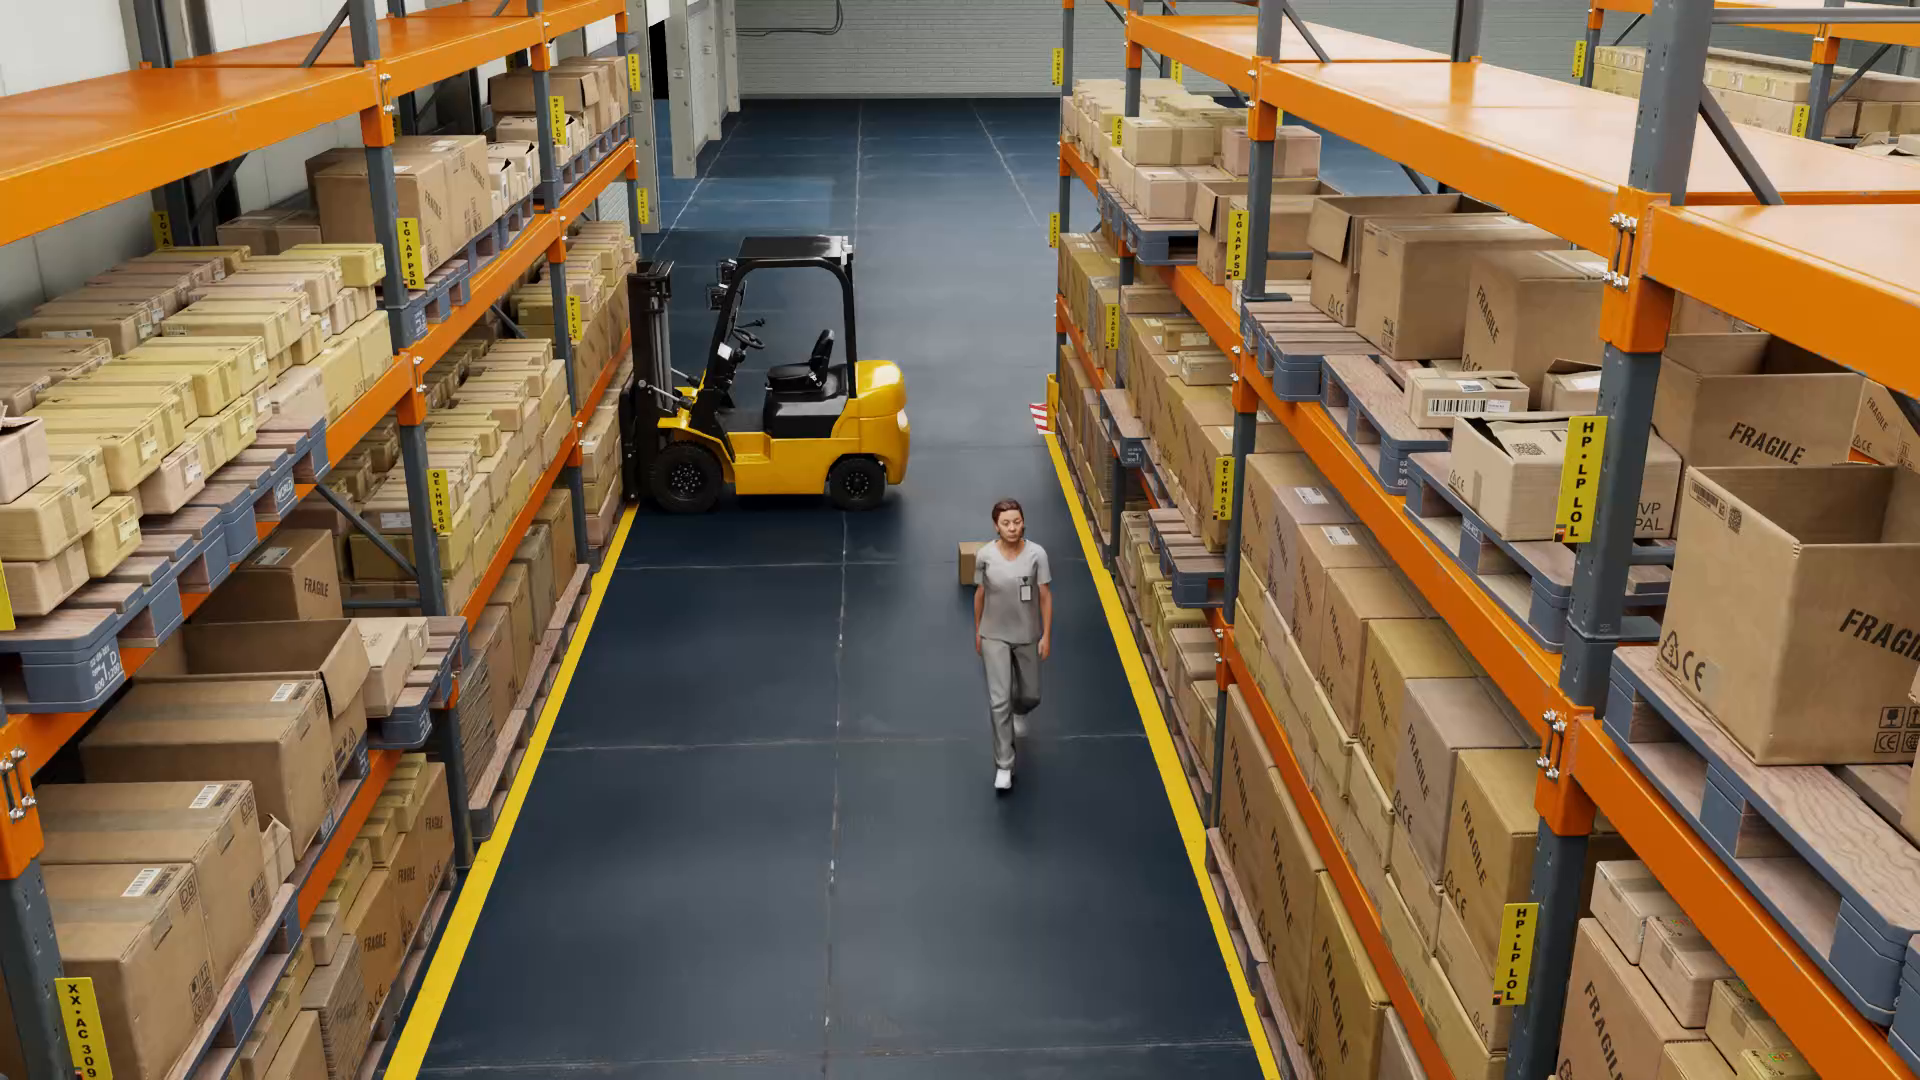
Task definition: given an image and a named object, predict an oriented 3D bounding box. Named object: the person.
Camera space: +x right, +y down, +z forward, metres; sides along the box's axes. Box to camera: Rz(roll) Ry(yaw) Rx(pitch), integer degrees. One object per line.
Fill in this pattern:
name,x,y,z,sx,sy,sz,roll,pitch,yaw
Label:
person,0.304,0.538,9.620,0.451,1.638,0.839,0,20,-1
